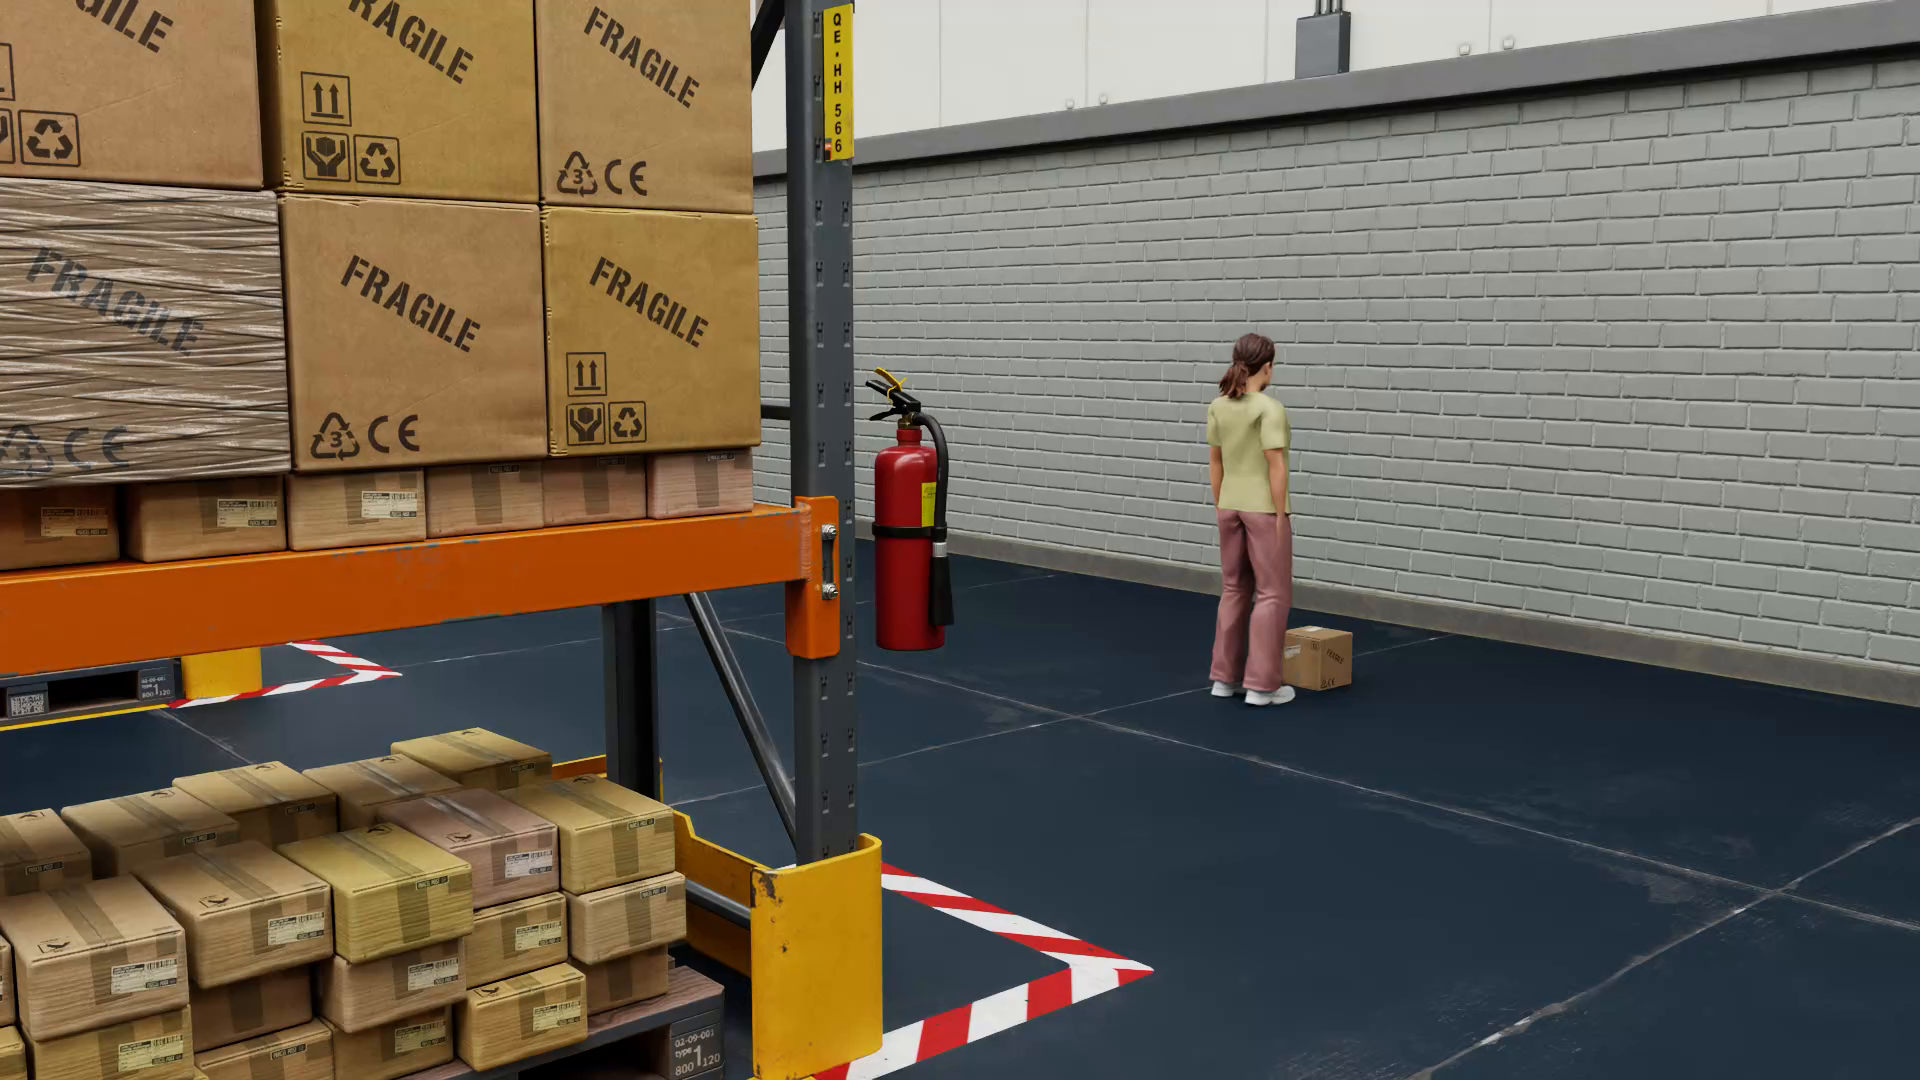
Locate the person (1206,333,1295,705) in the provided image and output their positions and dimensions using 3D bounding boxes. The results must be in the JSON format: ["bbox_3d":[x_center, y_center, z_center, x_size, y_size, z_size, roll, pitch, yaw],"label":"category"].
[{"bbox_3d":[1.318,-0.098,7.574,0.365,1.674,0.443,-6,10,-40],"label":"person"}]
